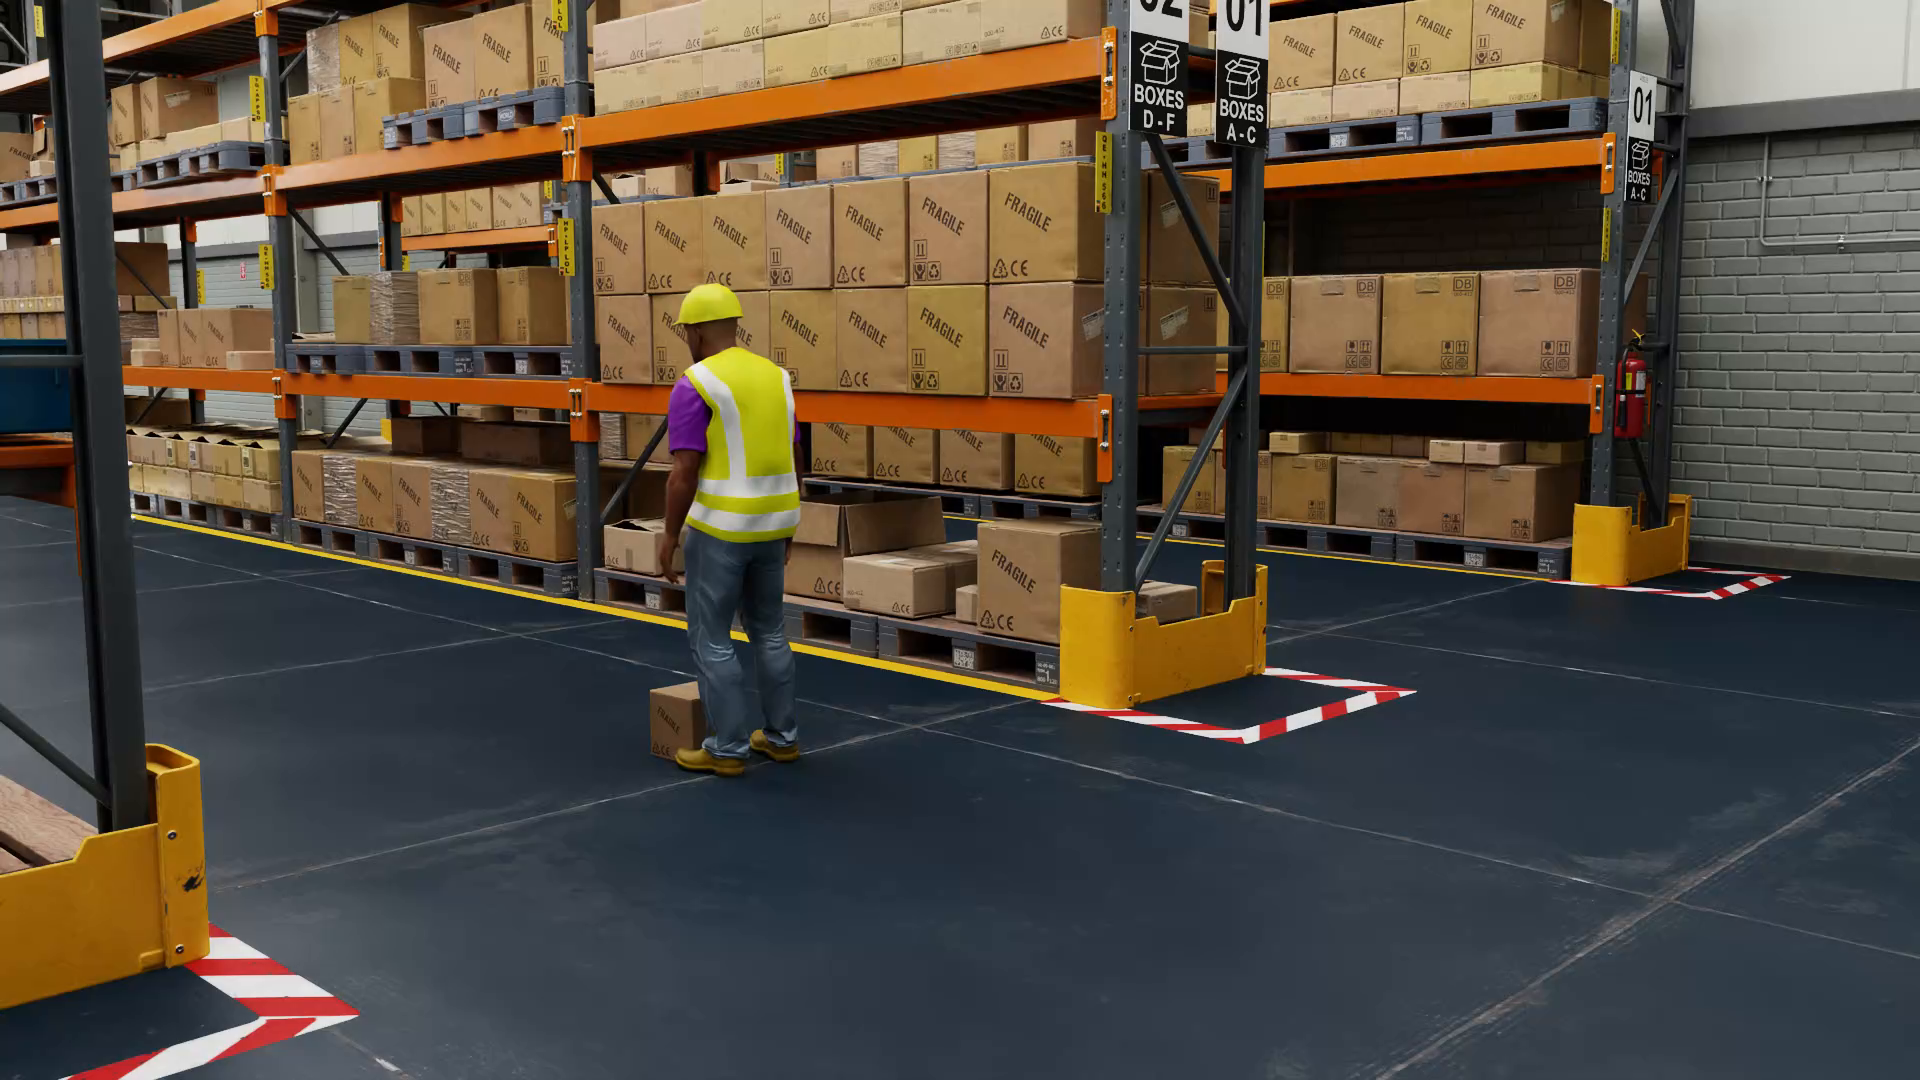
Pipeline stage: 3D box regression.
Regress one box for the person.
[{"bbox_3d":[-0.829,-0.042,6.024,0.458,1.760,0.635,6,9,40],"label":"person"}]
